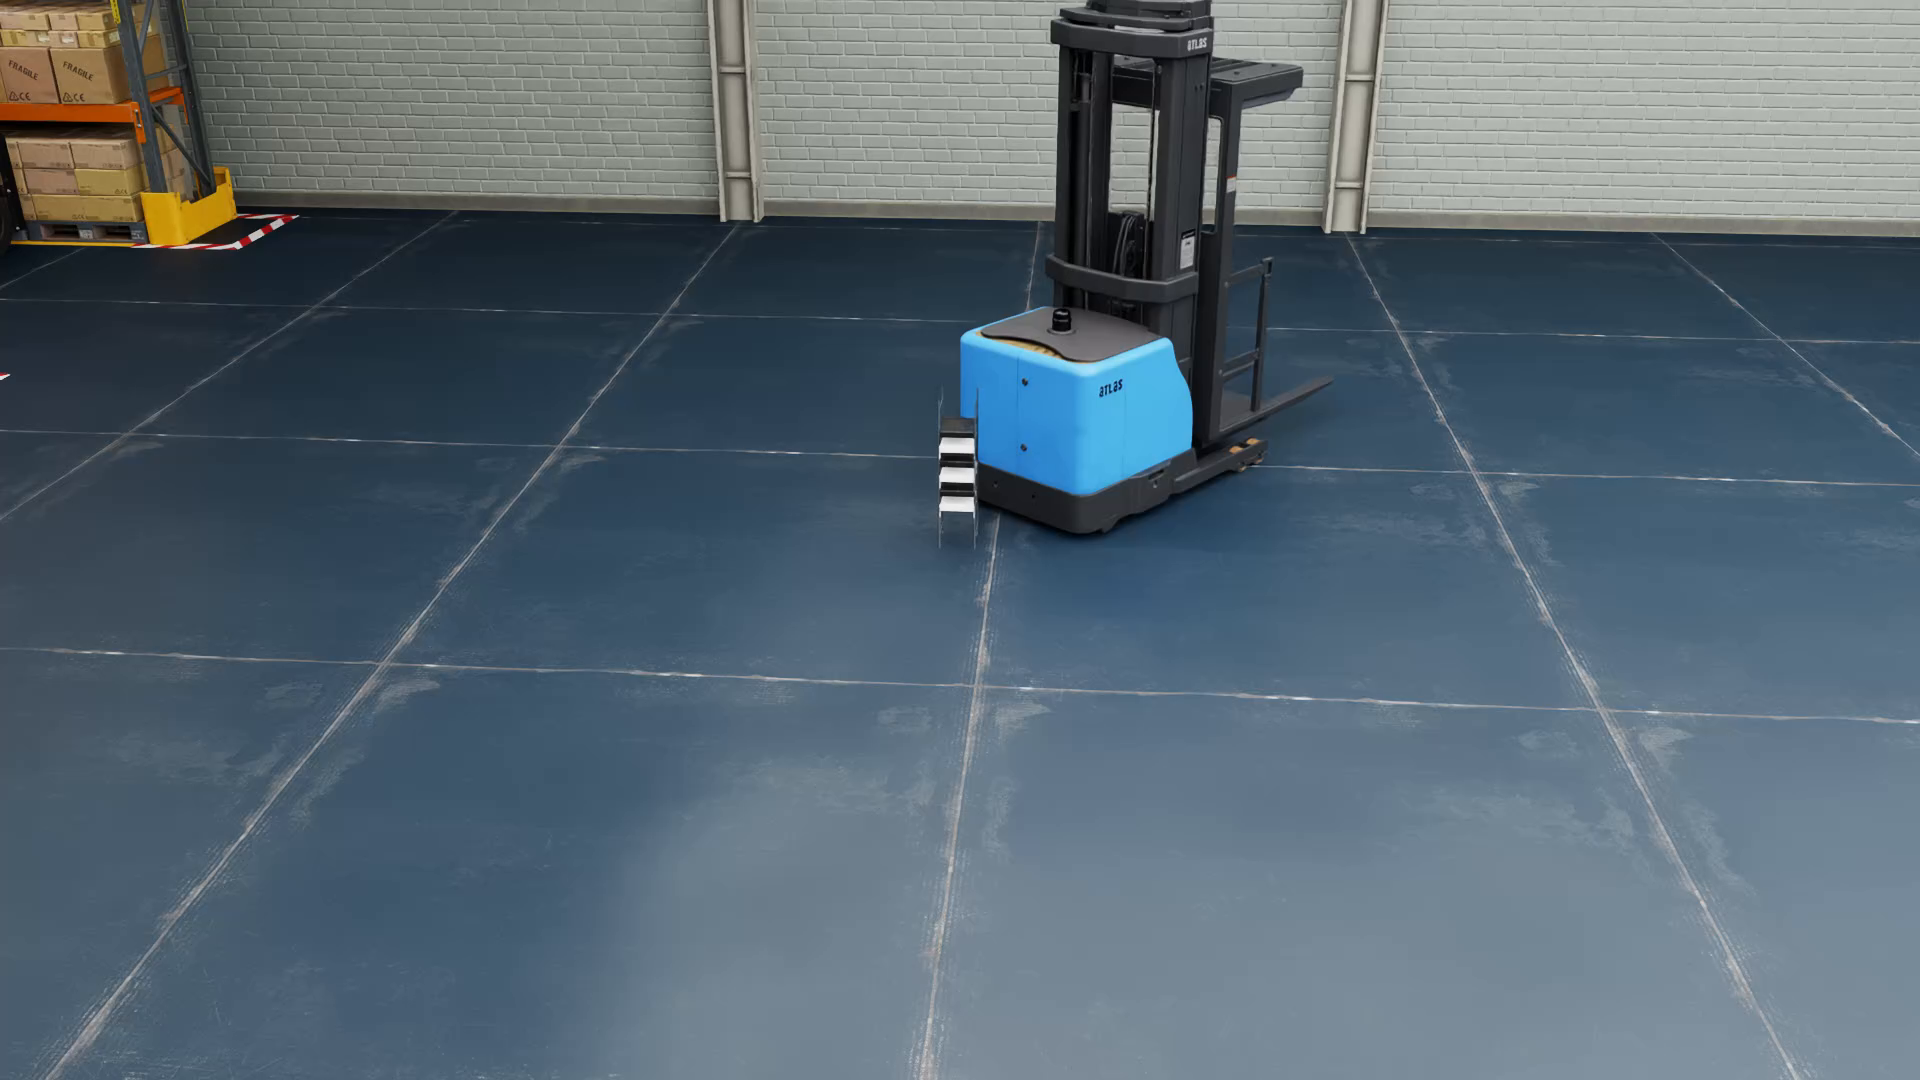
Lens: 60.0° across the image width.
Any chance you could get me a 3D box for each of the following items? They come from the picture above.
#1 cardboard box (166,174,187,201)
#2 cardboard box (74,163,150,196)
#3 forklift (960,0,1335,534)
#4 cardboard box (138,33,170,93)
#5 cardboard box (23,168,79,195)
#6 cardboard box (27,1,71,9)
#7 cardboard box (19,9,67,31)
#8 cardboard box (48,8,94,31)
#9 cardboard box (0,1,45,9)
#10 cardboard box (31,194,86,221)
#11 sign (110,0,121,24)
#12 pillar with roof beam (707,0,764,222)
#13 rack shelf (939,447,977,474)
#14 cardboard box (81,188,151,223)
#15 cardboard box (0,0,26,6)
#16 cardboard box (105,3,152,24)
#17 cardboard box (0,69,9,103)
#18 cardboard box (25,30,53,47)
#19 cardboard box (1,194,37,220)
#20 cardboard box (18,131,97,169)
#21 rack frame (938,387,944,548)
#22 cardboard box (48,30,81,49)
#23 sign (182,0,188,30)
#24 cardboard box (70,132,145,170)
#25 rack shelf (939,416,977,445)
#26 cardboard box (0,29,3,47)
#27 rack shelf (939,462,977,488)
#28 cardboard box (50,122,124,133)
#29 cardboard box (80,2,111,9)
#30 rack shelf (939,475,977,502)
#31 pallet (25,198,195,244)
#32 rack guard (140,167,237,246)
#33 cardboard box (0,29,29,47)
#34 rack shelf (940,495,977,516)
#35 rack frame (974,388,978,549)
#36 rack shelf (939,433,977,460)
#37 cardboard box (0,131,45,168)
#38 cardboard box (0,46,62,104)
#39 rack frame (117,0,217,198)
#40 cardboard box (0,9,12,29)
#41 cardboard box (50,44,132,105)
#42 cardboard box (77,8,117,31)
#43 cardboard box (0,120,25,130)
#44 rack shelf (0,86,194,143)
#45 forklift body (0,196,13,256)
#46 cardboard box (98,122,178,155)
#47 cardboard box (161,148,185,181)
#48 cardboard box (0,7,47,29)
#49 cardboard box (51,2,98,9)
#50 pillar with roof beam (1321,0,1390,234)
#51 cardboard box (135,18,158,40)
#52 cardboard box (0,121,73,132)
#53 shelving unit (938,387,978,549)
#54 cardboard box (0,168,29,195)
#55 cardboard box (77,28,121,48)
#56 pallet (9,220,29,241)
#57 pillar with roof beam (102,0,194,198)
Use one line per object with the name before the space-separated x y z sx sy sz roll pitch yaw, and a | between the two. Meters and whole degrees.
cardboard box | -8.033 -3.453 16.454 0.500 0.250 0.500 2 25 4
cardboard box | -8.068 -3.469 15.889 0.500 0.250 0.500 2 25 3
forklift | 1.358 -1.896 10.363 1.130 2.935 3.031 21 32 38
cardboard box | -8.031 -4.592 16.021 0.500 0.500 0.500 3 25 6
cardboard box | -8.567 -3.489 15.933 0.500 0.250 0.500 2 25 3
cardboard box | -8.645 -5.029 15.839 0.250 0.149 0.380 2 25 4
cardboard box | -8.443 -4.805 15.354 0.250 0.149 0.380 2 25 5
cardboard box | -8.180 -4.808 15.360 0.250 0.149 0.380 2 25 4
cardboard box | -8.910 -5.027 15.834 0.250 0.149 0.380 3 25 6
cardboard box | -8.546 -3.259 16.032 0.500 0.250 0.500 2 25 4
sign | -7.614 -4.822 14.974 0.005 0.325 0.100 2 25 4
pillar with roof beam | -2.531 -5.552 11.050 0.400 9.000 9.100 2 25 4
rack shelf | -0.008 -0.461 9.539 0.200 0.077 0.258 2 25 4
cardboard box | -8.051 -3.240 15.989 0.500 0.250 0.500 2 25 4
cardboard box | -9.164 -5.076 15.942 0.250 0.149 0.380 1 25 3
cardboard box | -7.877 -4.990 15.754 0.250 0.149 0.380 1 25 3
cardboard box | -9.097 -4.403 15.611 0.500 0.500 0.500 1 25 3
cardboard box | -8.437 -4.679 15.434 0.250 0.149 0.380 2 25 5
cardboard box | -9.044 -3.279 16.075 0.500 0.250 0.500 2 25 5
cardboard box | -8.551 -3.709 15.813 0.500 0.250 0.500 2 25 5
rack frame | -0.109 -0.412 9.570 0.006 0.900 0.240 2 25 4
cardboard box | -8.183 -4.645 15.360 0.250 0.149 0.380 2 25 5
sign | -7.510 -5.075 16.060 0.005 0.325 0.100 2 25 4
cardboard box | -8.042 -3.695 15.783 0.500 0.250 0.500 3 25 6
rack shelf | -0.008 -0.624 9.464 0.200 0.077 0.258 2 25 4
cardboard box | -8.953 -4.680 15.437 0.250 0.149 0.380 1 25 2
rack shelf | -0.008 -0.379 9.576 0.200 0.077 0.258 2 25 4
cardboard box | -8.522 -3.919 16.270 0.500 0.250 0.500 2 25 4
cardboard box | -8.137 -5.024 15.829 0.250 0.149 0.380 3 25 6
rack shelf | -0.008 -0.297 9.614 0.200 0.077 0.258 2 25 4
pallet | -8.324 -3.155 16.354 1.213 0.211 1.003 2 25 4
rack guard | -7.535 -3.278 16.276 0.348 0.500 1.175 2 25 4
cardboard box | -8.683 -4.691 15.461 0.250 0.149 0.380 2 25 4
rack shelf | -0.008 -0.215 9.652 0.200 0.077 0.258 2 25 4
rack frame | 0.093 -0.406 9.555 0.006 0.900 0.240 2 25 4
rack shelf | -0.008 -0.542 9.501 0.200 0.077 0.258 2 25 4
cardboard box | -9.055 -3.721 15.839 0.500 0.250 0.500 2 25 5
cardboard box | -8.586 -4.387 15.576 0.500 0.500 0.500 3 25 6
rack frame | -7.559 -4.415 15.756 0.127 3.000 1.000 2 25 4
cardboard box | -8.954 -4.807 15.356 0.250 0.149 0.380 2 25 5
cardboard box | -8.069 -4.366 15.531 0.500 0.500 0.500 1 25 3
cardboard box | -7.932 -4.813 15.371 0.250 0.149 0.380 2 25 4
cardboard box | -9.530 -3.959 16.356 0.500 0.250 0.500 1 25 3
rack shelf | -9.553 -4.152 16.045 4.000 0.370 1.077 2 25 4
forklift body | -9.589 -3.329 14.412 1.214 2.155 2.313 2 25 4
cardboard box | -8.023 -3.905 16.238 0.500 0.250 0.500 1 25 3
cardboard box | -8.011 -3.685 16.359 0.500 0.250 0.500 2 25 5
cardboard box | -8.686 -4.844 15.438 0.250 0.149 0.380 2 25 4
cardboard box | -8.400 -5.015 15.808 0.250 0.149 0.380 2 25 5
pillar with roof beam | 3.451 -5.360 10.632 0.400 9.000 9.100 2 25 4
cardboard box | -7.877 -4.874 15.858 0.250 0.149 0.380 1 25 3
cardboard box | -9.020 -3.940 16.314 0.500 0.250 0.500 2 25 4
shelving unit | -0.008 -0.409 9.562 0.210 0.900 0.258 2 25 4
cardboard box | -9.083 -3.497 15.950 0.500 0.250 0.500 1 25 3
cardboard box | -7.926 -4.649 15.369 0.250 0.149 0.380 2 25 5
pallet | -9.537 -3.195 16.441 1.213 0.211 1.003 2 25 4
pillar with roof beam | -8.513 -5.744 11.467 0.400 9.000 9.100 2 25 4
